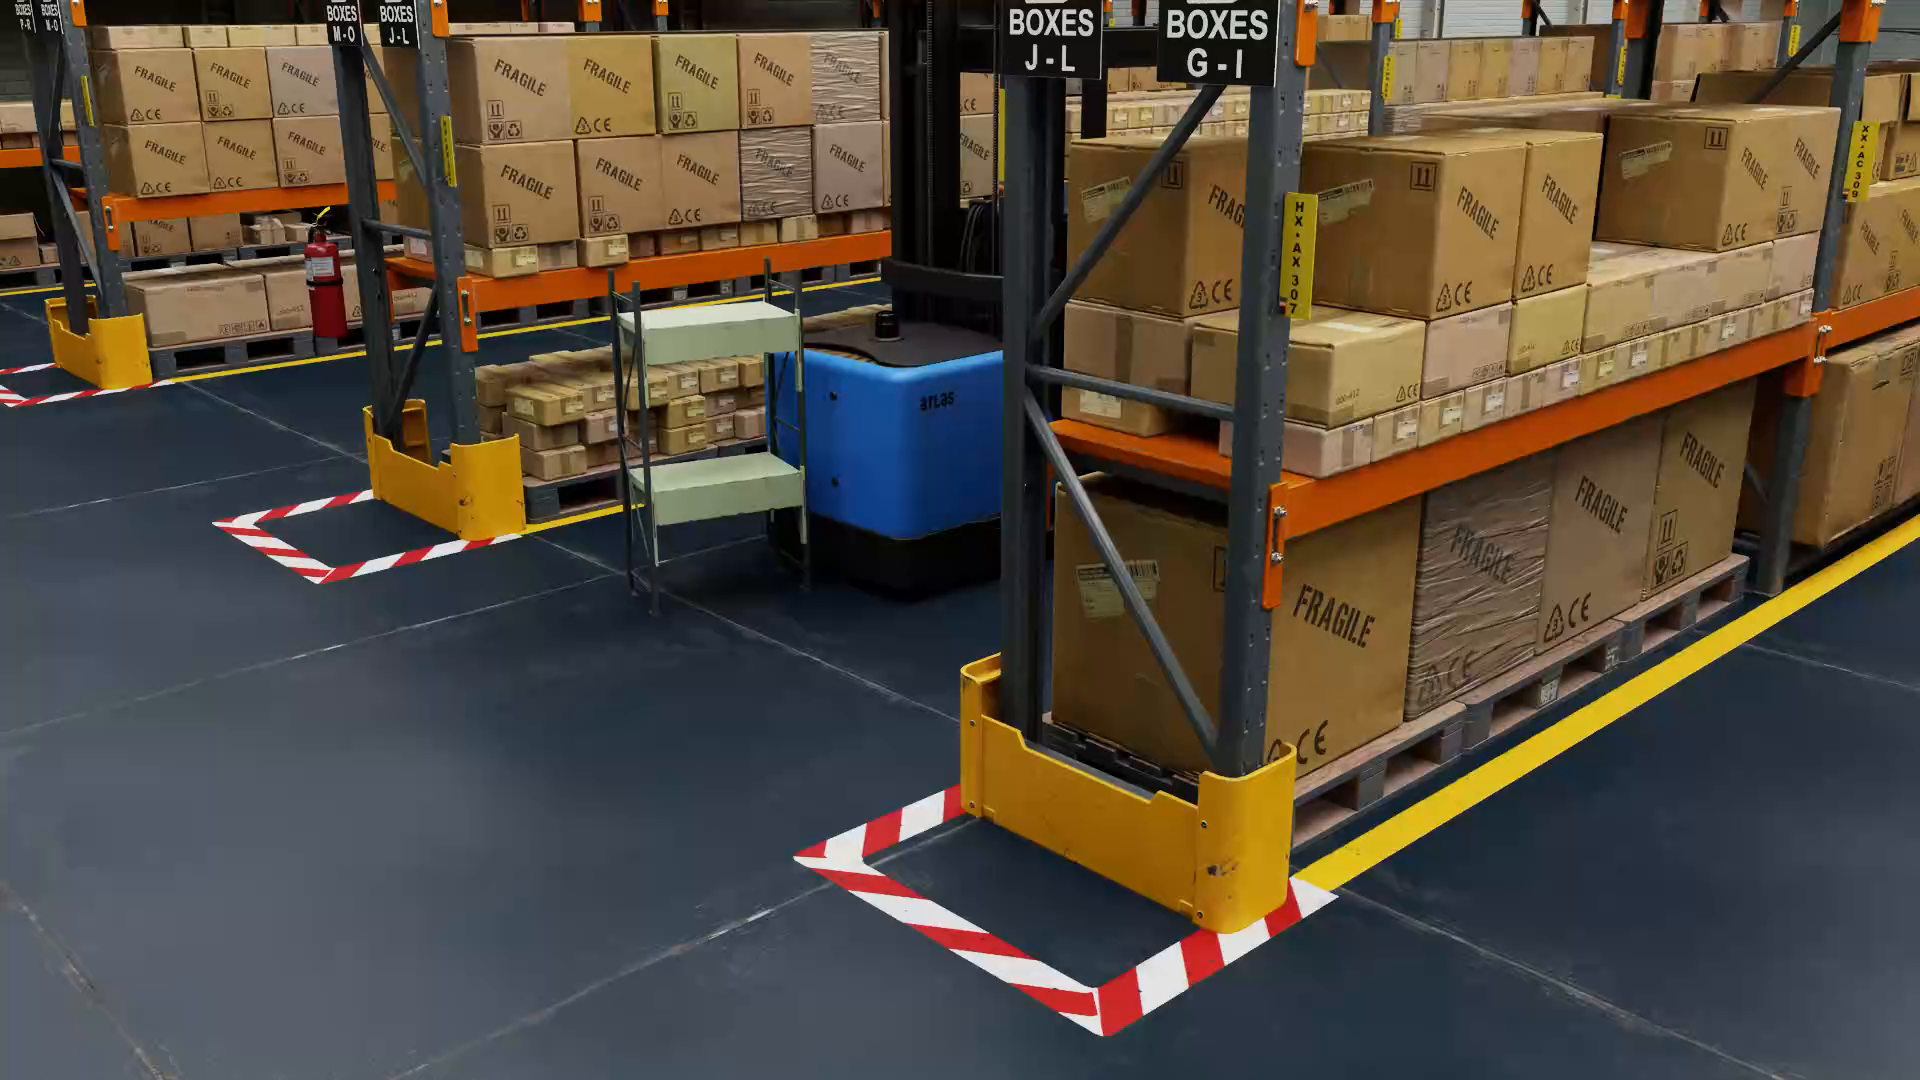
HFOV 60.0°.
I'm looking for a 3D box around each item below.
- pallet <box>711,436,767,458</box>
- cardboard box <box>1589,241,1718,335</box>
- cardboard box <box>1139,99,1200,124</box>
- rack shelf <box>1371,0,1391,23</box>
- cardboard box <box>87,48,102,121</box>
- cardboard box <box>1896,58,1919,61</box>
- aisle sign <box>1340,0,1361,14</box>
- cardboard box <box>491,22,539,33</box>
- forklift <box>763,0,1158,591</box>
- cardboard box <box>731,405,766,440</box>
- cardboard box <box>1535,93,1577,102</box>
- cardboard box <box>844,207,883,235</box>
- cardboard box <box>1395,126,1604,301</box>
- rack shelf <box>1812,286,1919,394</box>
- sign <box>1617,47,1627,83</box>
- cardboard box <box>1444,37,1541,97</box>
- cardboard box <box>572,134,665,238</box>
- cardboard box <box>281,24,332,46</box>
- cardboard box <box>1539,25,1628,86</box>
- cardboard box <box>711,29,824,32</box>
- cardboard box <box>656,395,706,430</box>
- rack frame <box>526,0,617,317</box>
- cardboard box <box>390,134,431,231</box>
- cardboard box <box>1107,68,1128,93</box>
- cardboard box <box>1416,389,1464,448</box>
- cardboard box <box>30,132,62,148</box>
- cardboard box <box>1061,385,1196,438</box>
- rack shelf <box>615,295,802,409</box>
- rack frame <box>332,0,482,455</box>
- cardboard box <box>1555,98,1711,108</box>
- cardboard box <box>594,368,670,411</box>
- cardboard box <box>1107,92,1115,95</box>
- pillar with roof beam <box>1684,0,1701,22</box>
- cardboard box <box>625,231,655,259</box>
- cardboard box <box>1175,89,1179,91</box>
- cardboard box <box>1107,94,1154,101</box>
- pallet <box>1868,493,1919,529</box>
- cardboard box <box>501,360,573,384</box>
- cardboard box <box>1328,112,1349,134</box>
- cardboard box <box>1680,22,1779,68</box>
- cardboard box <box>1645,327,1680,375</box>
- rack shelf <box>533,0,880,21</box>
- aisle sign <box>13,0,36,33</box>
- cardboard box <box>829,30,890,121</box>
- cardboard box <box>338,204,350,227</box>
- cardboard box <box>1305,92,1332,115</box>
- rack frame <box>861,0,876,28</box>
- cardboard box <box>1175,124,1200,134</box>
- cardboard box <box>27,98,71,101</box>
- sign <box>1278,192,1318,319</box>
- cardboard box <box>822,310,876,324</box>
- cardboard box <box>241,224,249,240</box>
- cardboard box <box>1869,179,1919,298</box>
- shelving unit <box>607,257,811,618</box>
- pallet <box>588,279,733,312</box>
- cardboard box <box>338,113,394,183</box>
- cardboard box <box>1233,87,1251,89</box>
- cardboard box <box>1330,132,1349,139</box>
[{"bbox_3d":[-1.259,-0.673,10.219,1.213,0.211,1.003,-16,24,-41],"label":"pallet"},{"bbox_3d":[2.540,-0.976,6.393,0.500,0.250,0.500,-16,24,-40],"label":"cardboard box"},{"bbox_3d":[1.449,-2.974,11.557,0.250,0.149,0.380,-17,24,-41],"label":"cardboard box"},{"bbox_3d":[1.545,-3.918,12.009,4.000,0.370,1.077,-16,24,-41],"label":"rack shelf"},{"bbox_3d":[-6.103,-3.329,12.105,0.500,0.500,0.500,-15,23,-39],"label":"cardboard box"},{"bbox_3d":[5.790,-2.498,9.537,0.637,0.503,0.797,-15,23,-39],"label":"cardboard box"},{"bbox_3d":[5.169,-7.360,22.105,0.004,0.787,0.394,-16,24,-41],"label":"aisle sign"},{"bbox_3d":[-3.654,-4.161,13.621,0.250,0.149,0.380,-16,24,-40],"label":"cardboard box"},{"bbox_3d":[0.445,-1.532,8.456,1.130,2.935,3.031,17,25,42],"label":"forklift"},{"bbox_3d":[-1.283,-0.711,9.757,0.380,0.149,0.250,16,24,41],"label":"cardboard box"},{"bbox_3d":[5.342,-3.875,15.411,0.500,0.500,0.500,-17,24,-41],"label":"cardboard box"},{"bbox_3d":[-0.684,-1.942,10.017,0.380,0.149,0.250,17,24,41],"label":"cardboard box"},{"bbox_3d":[1.789,-1.114,5.603,0.500,0.500,0.500,-17,25,-42],"label":"cardboard box"},{"bbox_3d":[4.879,-1.358,8.977,4.000,0.370,1.077,-16,24,-41],"label":"rack shelf"},{"bbox_3d":[6.284,-4.499,15.747,0.005,0.325,0.100,-16,24,-41],"label":"sign"},{"bbox_3d":[4.808,-4.305,15.116,0.500,0.500,0.700,-16,24,-40],"label":"cardboard box"},{"bbox_3d":[-1.928,-1.904,8.848,0.500,0.500,0.500,-16,24,-41],"label":"cardboard box"},{"bbox_3d":[-4.888,-3.767,12.403,0.250,0.149,0.380,-16,24,-40],"label":"cardboard box"},{"bbox_3d":[6.196,-4.760,16.310,0.550,0.550,0.875,-16,24,-41],"label":"cardboard box"},{"bbox_3d":[-1.157,-2.820,10.054,0.500,0.500,0.500,-16,24,-40],"label":"cardboard box"},{"bbox_3d":[-1.642,-0.748,9.387,0.250,0.149,0.380,-15,23,-39],"label":"cardboard box"},{"bbox_3d":[-3.383,-3.498,14.409,0.127,3.000,1.000,-16,24,-41],"label":"rack frame"},{"bbox_3d":[-2.665,-1.904,8.850,0.500,0.500,0.500,-16,24,-40],"label":"cardboard box"},{"bbox_3d":[1.514,-5.219,18.393,0.500,0.500,0.500,-15,23,-39],"label":"cardboard box"},{"bbox_3d":[1.375,-0.420,5.324,0.250,0.149,0.380,-17,25,-42],"label":"cardboard box"},{"bbox_3d":[-8.729,-3.818,15.804,0.250,0.149,0.380,-15,23,-39],"label":"cardboard box"},{"bbox_3d":[0.552,-0.459,5.444,0.250,0.149,0.380,-16,24,-40],"label":"cardboard box"},{"bbox_3d":[-1.120,-0.845,7.393,0.720,0.370,0.431,-9,20,-26],"label":"rack shelf"},{"bbox_3d":[-2.815,-1.562,8.439,0.127,3.000,1.000,-16,24,-41],"label":"rack frame"},{"bbox_3d":[2.902,-1.659,7.285,0.500,0.500,0.500,-16,24,-41],"label":"cardboard box"},{"bbox_3d":[-1.812,-0.834,9.170,0.250,0.149,0.380,-16,24,-41],"label":"cardboard box"},{"bbox_3d":[1.495,-4.889,18.427,0.250,0.149,0.380,-16,24,-41],"label":"cardboard box"},{"bbox_3d":[21.195,-14.181,37.632,0.400,9.000,9.100,-16,24,-41],"label":"pillar with roof beam"},{"bbox_3d":[-1.871,-1.632,9.061,0.250,0.149,0.380,-15,23,-38],"label":"cardboard box"},{"bbox_3d":[2.582,-5.532,20.038,0.500,0.500,0.500,-17,25,-42],"label":"cardboard box"},{"bbox_3d":[1.197,-3.178,12.184,0.380,0.149,0.250,17,24,41],"label":"cardboard box"},{"bbox_3d":[4.821,-0.391,9.347,1.213,0.211,1.003,-16,24,-41],"label":"pallet"},{"bbox_3d":[-2.382,-0.898,9.368,0.250,0.149,0.380,-16,24,-40],"label":"cardboard box"},{"bbox_3d":[2.759,-3.215,12.783,0.250,0.149,0.380,-15,23,-39],"label":"cardboard box"},{"bbox_3d":[8.515,-5.468,18.491,0.550,0.550,0.875,-16,24,-41],"label":"cardboard box"},{"bbox_3d":[2.496,-0.747,6.332,0.250,0.149,0.380,-17,24,-42],"label":"cardboard box"},{"bbox_3d":[-1.930,-5.006,15.364,4.000,0.370,1.077,-16,24,-41],"label":"rack shelf"},{"bbox_3d":[-6.555,-3.941,11.561,0.004,0.787,0.394,-16,24,-41],"label":"aisle sign"},{"bbox_3d":[-0.436,-2.803,10.002,0.500,0.500,0.500,17,25,42],"label":"cardboard box"},{"bbox_3d":[-6.642,-3.790,18.683,0.500,0.500,0.500,-16,24,-41],"label":"cardboard box"},{"bbox_3d":[2.582,-3.306,12.579,0.250,0.149,0.380,-15,23,-39],"label":"cardboard box"},{"bbox_3d":[-0.983,-6.304,23.066,0.127,3.000,1.000,-16,24,-41],"label":"rack frame"},{"bbox_3d":[1.451,-2.835,11.609,0.250,0.149,0.380,-15,23,-39],"label":"cardboard box"},{"bbox_3d":[-8.812,-4.202,16.341,0.500,0.250,0.500,-15,23,-39],"label":"cardboard box"},{"bbox_3d":[0.896,-0.753,4.412,0.005,0.325,0.100,-16,24,-41],"label":"sign"},{"bbox_3d":[-0.692,-1.400,10.916,0.250,0.149,0.380,-17,24,-42],"label":"cardboard box"},{"bbox_3d":[-7.753,-3.274,17.660,0.250,0.149,0.380,-17,24,-42],"label":"cardboard box"},{"bbox_3d":[4.296,-1.473,8.001,0.500,0.500,0.500,-16,24,-41],"label":"cardboard box"},{"bbox_3d":[-1.120,-0.473,7.513,0.755,1.500,0.431,-9,20,-26],"label":"shelving unit"},{"bbox_3d":[-2.874,-2.352,15.395,1.213,0.211,1.003,-16,24,-41],"label":"pallet"},{"bbox_3d":[-4.660,-3.062,12.903,0.500,0.500,0.500,-15,23,-39],"label":"cardboard box"},{"bbox_3d":[2.336,-3.509,13.204,0.250,0.149,0.380,-17,25,-42],"label":"cardboard box"},{"bbox_3d":[2.774,-3.078,12.841,0.250,0.149,0.380,-16,24,-41],"label":"cardboard box"}]
